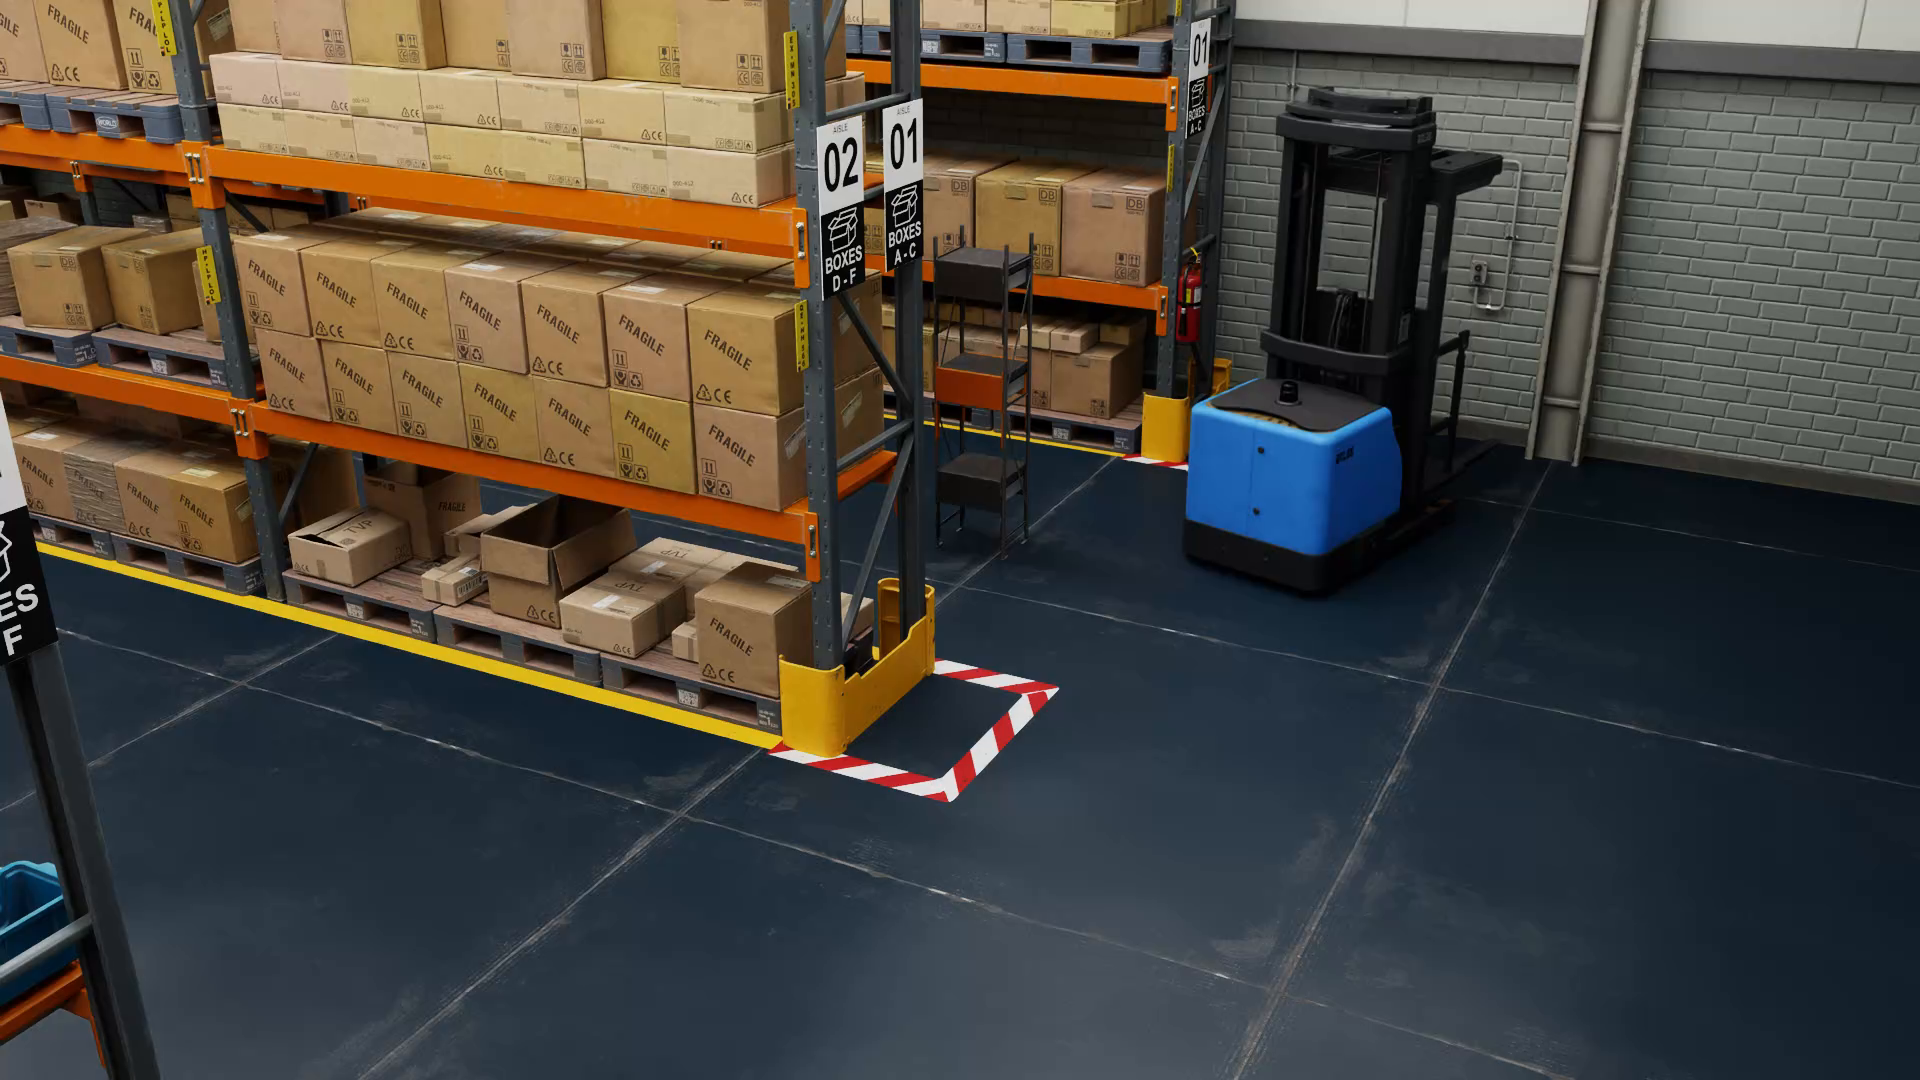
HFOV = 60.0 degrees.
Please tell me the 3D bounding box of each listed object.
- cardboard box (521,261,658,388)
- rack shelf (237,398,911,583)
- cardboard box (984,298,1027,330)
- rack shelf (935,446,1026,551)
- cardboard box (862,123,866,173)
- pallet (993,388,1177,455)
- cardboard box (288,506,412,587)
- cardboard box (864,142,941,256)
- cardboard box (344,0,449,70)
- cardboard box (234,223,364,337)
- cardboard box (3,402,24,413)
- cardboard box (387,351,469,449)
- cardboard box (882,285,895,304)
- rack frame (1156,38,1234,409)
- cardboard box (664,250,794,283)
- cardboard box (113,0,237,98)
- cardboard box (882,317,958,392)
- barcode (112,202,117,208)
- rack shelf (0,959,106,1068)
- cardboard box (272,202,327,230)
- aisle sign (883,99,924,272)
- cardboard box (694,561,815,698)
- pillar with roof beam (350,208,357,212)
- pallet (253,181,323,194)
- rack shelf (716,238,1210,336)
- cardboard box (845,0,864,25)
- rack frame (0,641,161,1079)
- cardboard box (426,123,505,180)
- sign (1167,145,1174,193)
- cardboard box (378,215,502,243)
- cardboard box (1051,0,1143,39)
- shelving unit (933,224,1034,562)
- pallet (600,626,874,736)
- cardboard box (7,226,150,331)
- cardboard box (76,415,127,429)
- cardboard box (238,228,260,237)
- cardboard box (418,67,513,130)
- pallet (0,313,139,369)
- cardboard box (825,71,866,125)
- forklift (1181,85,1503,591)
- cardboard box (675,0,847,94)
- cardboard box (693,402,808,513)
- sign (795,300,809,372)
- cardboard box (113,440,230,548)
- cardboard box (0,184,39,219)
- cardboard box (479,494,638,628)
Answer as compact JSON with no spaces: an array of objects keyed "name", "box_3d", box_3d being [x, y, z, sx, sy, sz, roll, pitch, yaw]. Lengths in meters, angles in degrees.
[{"name":"cardboard box","box_3d":[-1.907,-1.133,8.675,0.500,0.500,0.500,12,26,26]},{"name":"rack shelf","box_3d":[-2.255,-0.487,9.482,4.000,0.370,1.077,11,25,25]},{"name":"cardboard box","box_3d":[0.391,-1.852,13.601,0.250,0.149,0.380,12,26,25]},{"name":"rack shelf","box_3d":[0.148,-0.280,11.050,0.480,0.518,0.431,11,25,25]},{"name":"cardboard box","box_3d":[-0.813,-1.956,8.376,0.500,0.250,0.500,11,25,25]},{"name":"pallet","box_3d":[1.013,-1.027,13.394,1.213,0.211,1.003,11,25,25]},{"name":"cardboard box","box_3d":[-3.762,0.013,10.260,0.500,0.311,0.500,11,25,25]},{"name":"cardboard box","box_3d":[-0.682,-2.808,13.637,0.700,0.700,0.980,11,25,23]},{"name":"cardboard box","box_3d":[-2.757,-2.762,8.673,0.500,0.500,0.700,11,25,25]},{"name":"cardboard box","box_3d":[-3.746,-1.496,9.530,0.500,0.500,0.500,12,26,26]},{"name":"cardboard box","box_3d":[-6.862,-0.659,11.599,0.500,0.500,0.500,10,25,23]},{"name":"cardboard box","box_3d":[-2.804,-0.854,9.297,0.500,0.500,0.500,11,25,24]},{"name":"cardboard box","box_3d":[-0.520,-2.032,14.024,0.250,0.149,0.380,10,25,23]},{"name":"rack frame","box_3d":[1.762,-2.196,12.581,0.127,3.000,1.000,11,25,25]},{"name":"cardboard box","box_3d":[-1.217,-1.231,8.907,0.500,0.500,0.500,11,26,25]},{"name":"cardboard box","box_3d":[-4.456,-2.952,9.733,0.600,0.600,0.600,9,25,20]},{"name":"cardboard box","box_3d":[-0.283,-1.596,13.828,0.500,0.500,0.700,12,26,26]},{"name":"barcode","box_3d":[-9.321,-3.693,18.325,0.075,0.075,0.001,11,25,25]},{"name":"rack shelf","box_3d":[-4.493,1.242,5.416,4.000,0.370,1.077,11,25,25]},{"name":"cardboard box","box_3d":[-6.524,-3.237,16.703,0.500,0.250,0.500,12,26,26]},{"name":"aisle sign","box_3d":[-0.276,-1.752,8.215,0.004,0.787,0.394,11,25,25]},{"name":"cardboard box","box_3d":[-1.066,0.473,8.938,0.500,0.500,0.500,11,25,25]},{"name":"pillar with roof beam","box_3d":[-8.090,-5.397,12.443,0.400,9.000,9.100,11,25,25]},{"name":"pallet","box_3d":[-6.061,-3.609,16.148,1.003,0.211,1.213,11,25,25]},{"name":"rack shelf","box_3d":[-0.023,-2.218,13.552,4.000,0.370,1.077,11,25,25]},{"name":"cardboard box","box_3d":[-0.862,-4.144,12.856,0.500,0.250,0.500,11,25,23]},{"name":"rack frame","box_3d":[-2.708,1.264,4.445,0.127,3.000,1.000,11,25,25]},{"name":"cardboard box","box_3d":[-2.379,-2.045,8.585,0.500,0.250,0.500,11,25,25]},{"name":"sign","box_3d":[1.505,-2.651,11.868,0.005,0.325,0.100,11,25,25]},{"name":"cardboard box","box_3d":[-3.013,-1.589,9.749,0.500,0.500,0.500,11,25,24]},{"name":"cardboard box","box_3d":[0.989,-3.783,12.008,0.500,0.250,0.500,12,26,26]},{"name":"shelving unit","box_3d":[0.148,-0.937,10.770,0.503,2.100,0.431,11,25,25]},{"name":"pallet","box_3d":[-1.249,0.664,9.419,1.213,0.211,1.003,11,25,25]},{"name":"cardboard box","box_3d":[-5.644,-1.701,10.753,0.500,0.500,0.700,5,24,11]},{"name":"cardboard box","box_3d":[-5.736,-0.665,11.612,0.500,0.500,0.500,10,25,23]},{"name":"cardboard box","box_3d":[-6.907,-2.979,17.054,0.500,0.500,0.700,11,25,24]},{"name":"cardboard box","box_3d":[-2.383,-2.272,8.480,0.500,0.250,0.500,11,25,25]},{"name":"pallet","box_3d":[-5.871,-1.448,11.067,1.213,0.211,1.003,11,25,25]},{"name":"cardboard box","box_3d":[-0.811,-2.188,8.283,0.500,0.250,0.500,11,25,25]},{"name":"forklift","box_3d":[2.799,-1.528,11.099,1.130,2.935,3.031,19,29,37]},{"name":"cardboard box","box_3d":[-0.936,-2.437,7.909,0.500,0.500,0.700,11,25,25]},{"name":"cardboard box","box_3d":[-0.992,-0.495,8.454,0.500,0.500,0.500,12,26,26]},{"name":"sign","box_3d":[-0.738,-0.953,7.775,0.005,0.325,0.100,11,25,25]},{"name":"cardboard box","box_3d":[-5.046,-0.301,10.757,0.500,0.500,0.500,11,26,25]},{"name":"cardboard box","box_3d":[-10.799,-3.672,18.684,0.500,0.500,0.700,10,25,21]},{"name":"cardboard box","box_3d":[-2.360,0.105,9.799,0.637,0.503,0.797,11,25,25]}]
